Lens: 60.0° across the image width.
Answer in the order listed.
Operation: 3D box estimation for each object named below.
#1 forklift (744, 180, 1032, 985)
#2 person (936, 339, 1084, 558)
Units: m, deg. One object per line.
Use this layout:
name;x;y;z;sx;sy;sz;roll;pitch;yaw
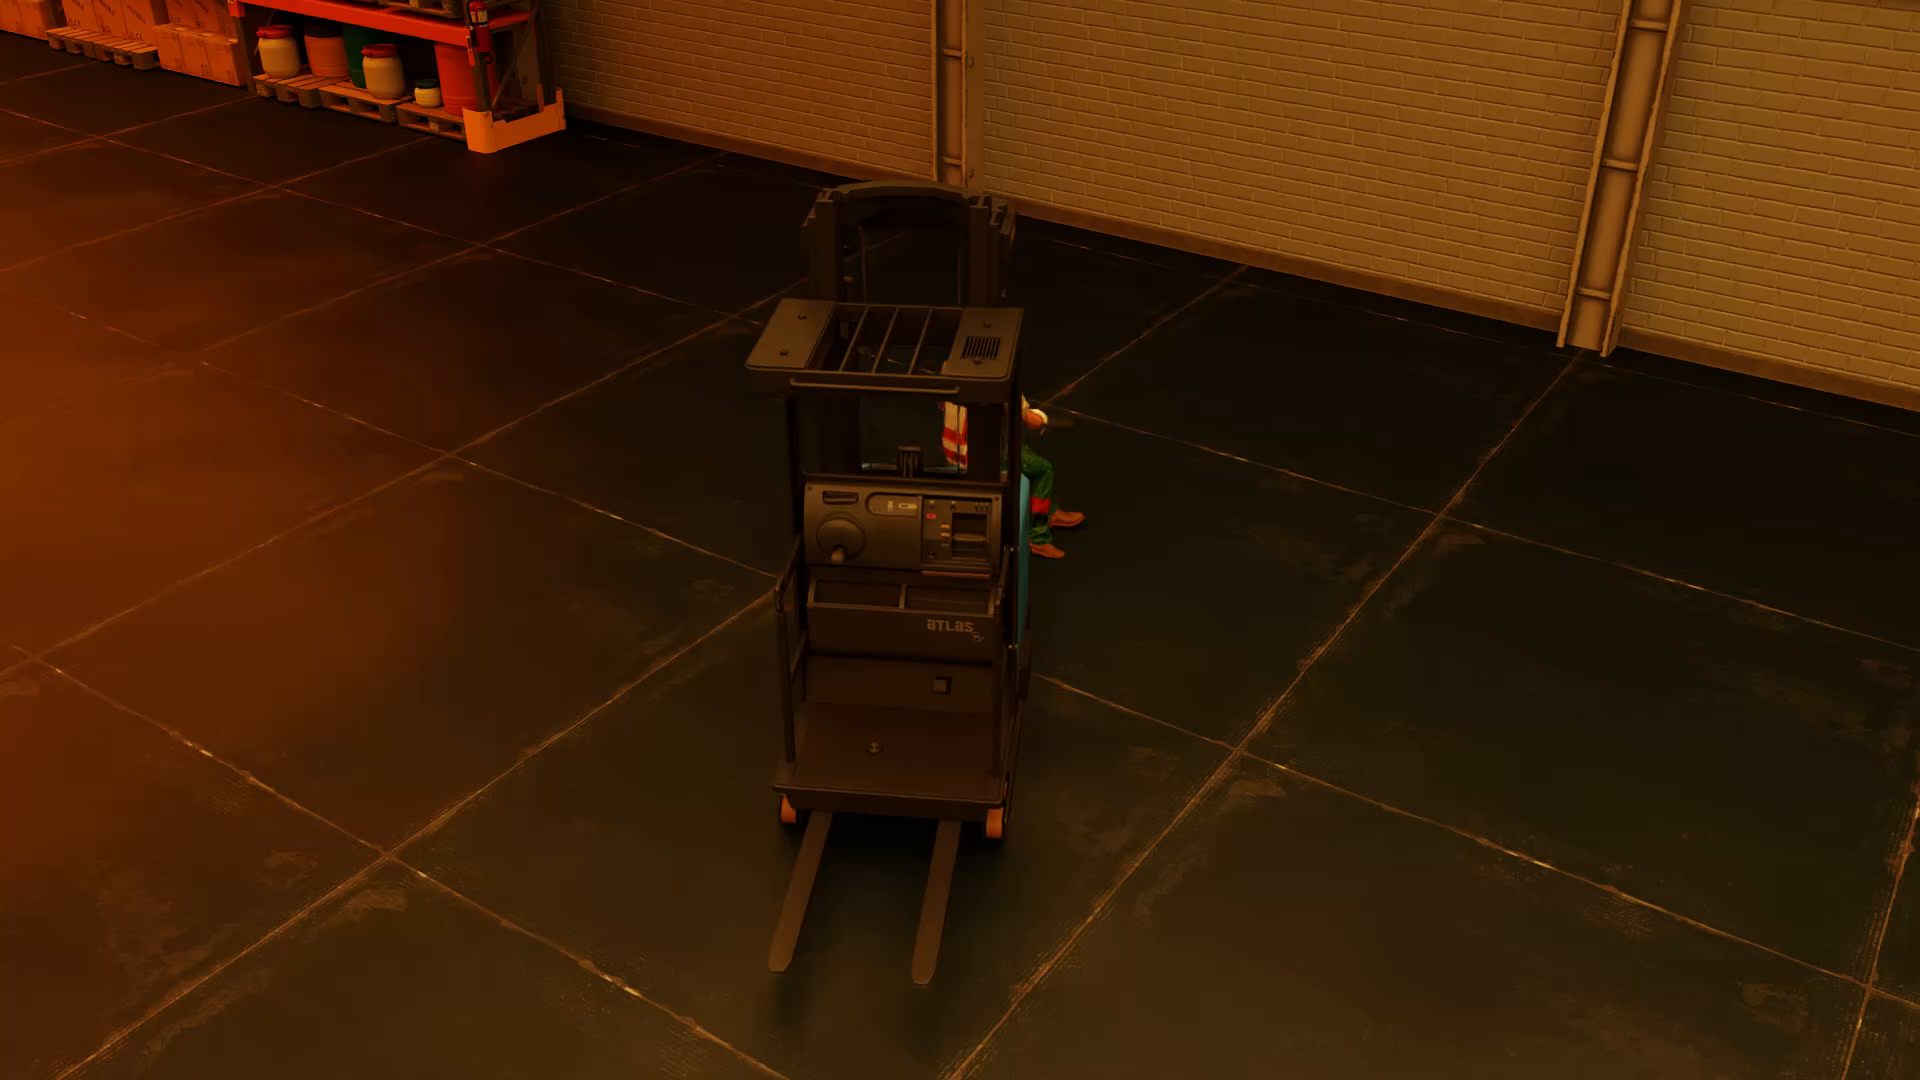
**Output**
forklift;-0.291;-0.009;7.596;1.130;2.935;3.031;3;30;6
person;0.334;-0.660;10.201;0.919;1.558;0.813;-21;36;-31
